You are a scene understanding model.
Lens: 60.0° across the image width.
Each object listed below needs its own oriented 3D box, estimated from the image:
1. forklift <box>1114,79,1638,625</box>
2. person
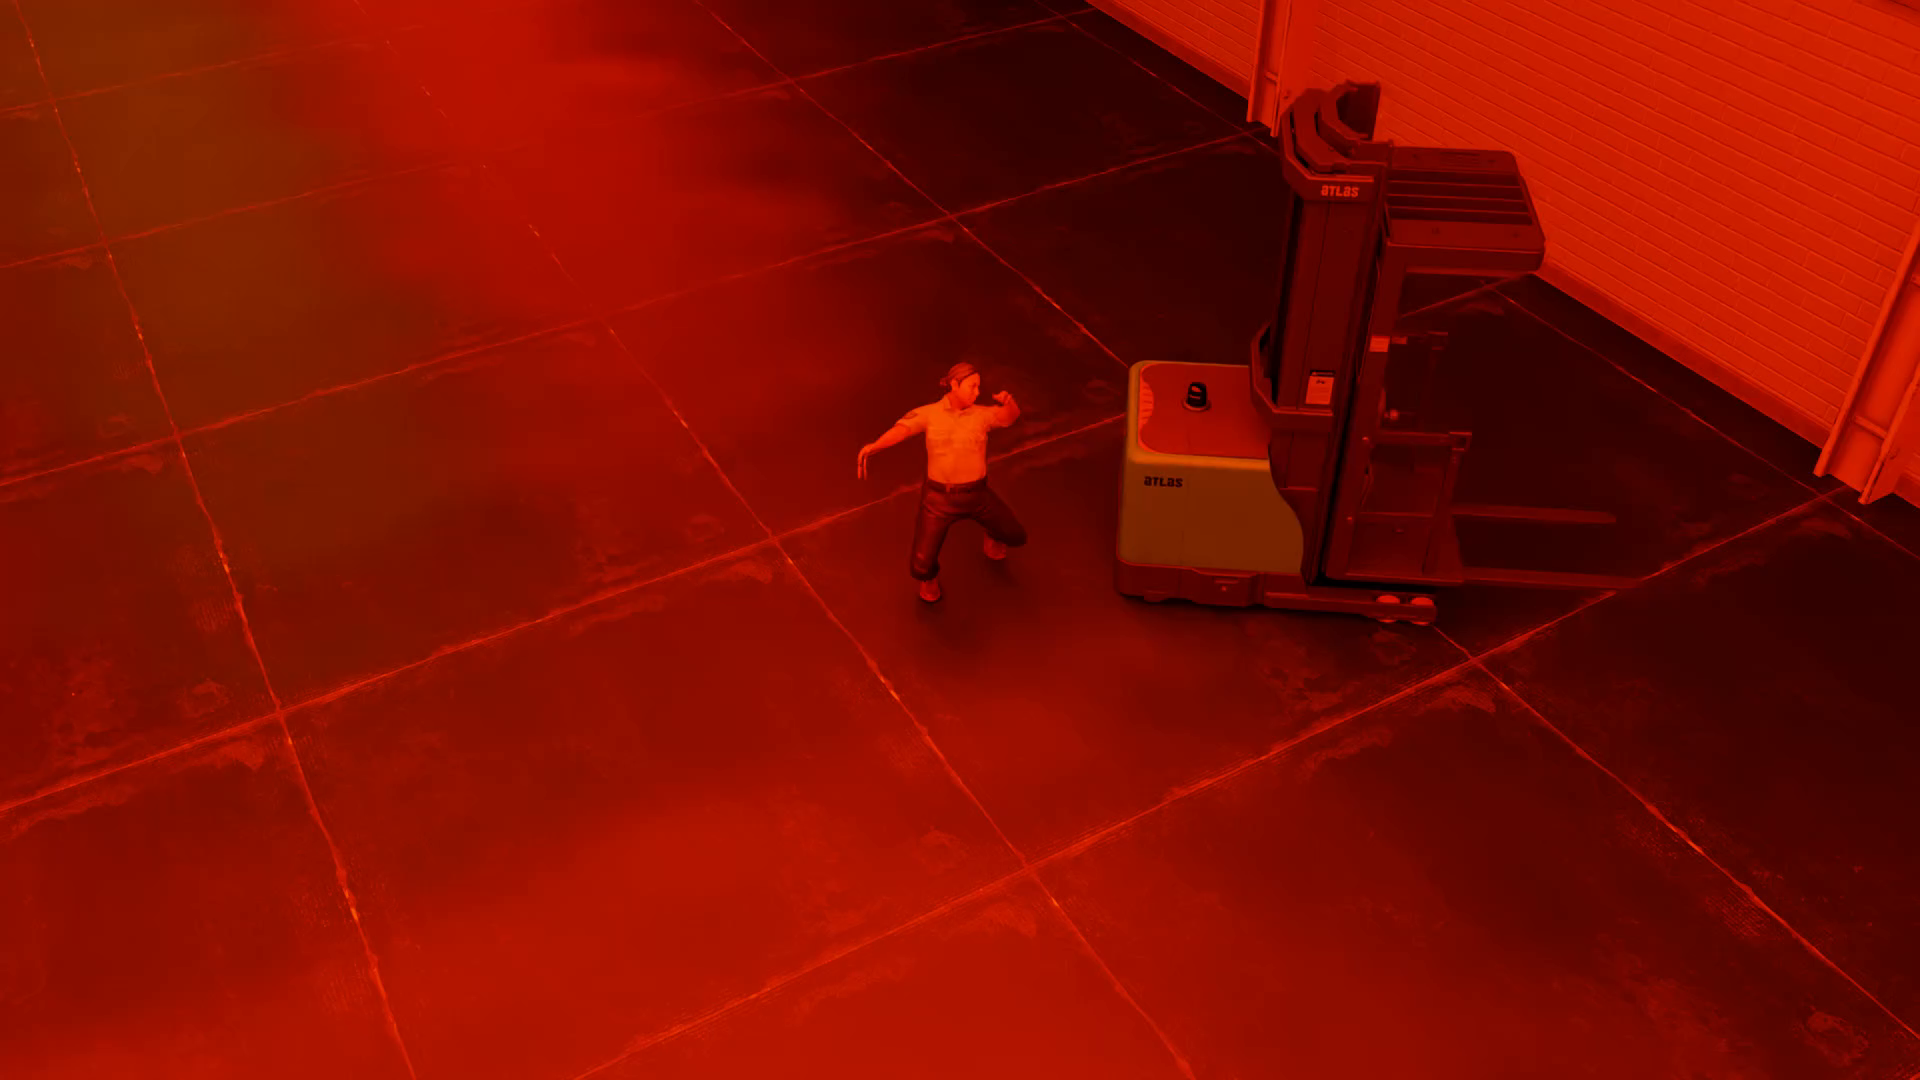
[{"bbox_3d":[2.465,-0.989,9.229,3.031,2.935,1.130,4,40,4],"label":"forklift"},{"bbox_3d":[-0.139,-0.304,9.496,1.019,1.515,0.646,-15,42,-17],"label":"person"}]
